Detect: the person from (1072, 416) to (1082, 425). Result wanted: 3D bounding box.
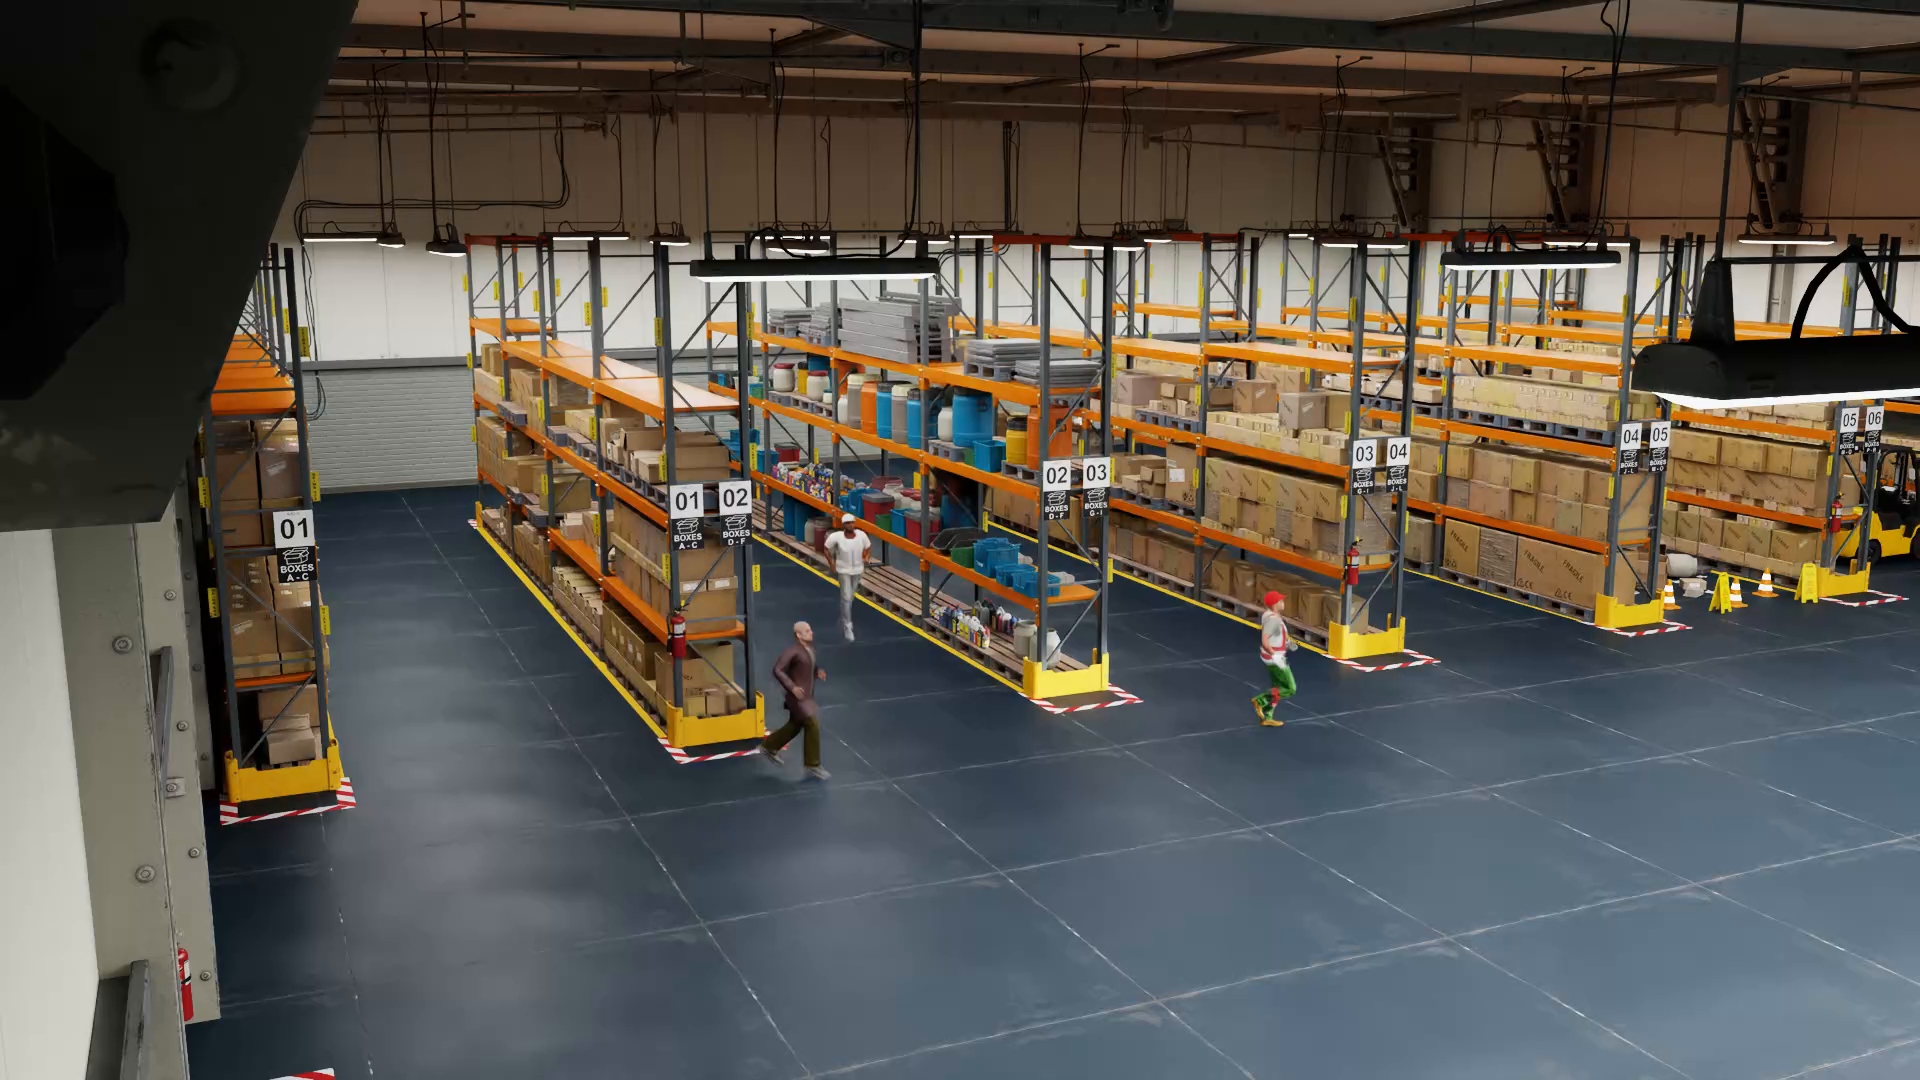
[{"bbox_3d":[2.849,-2.444,41.310,1.112,1.685,0.716,-5,12,-25],"label":"person"}]

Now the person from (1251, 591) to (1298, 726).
[{"bbox_3d":[3.956,1.493,20.868,0.594,1.741,0.664,1,11,3],"label":"person"}]

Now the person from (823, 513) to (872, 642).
[{"bbox_3d":[-1.629,0.508,24.455,0.704,1.862,0.704,-5,12,-26],"label":"person"}]

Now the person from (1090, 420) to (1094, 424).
[{"bbox_3d":[2.943,-1.987,38.794,0.722,1.739,0.855,-2,11,-12],"label":"person"}]

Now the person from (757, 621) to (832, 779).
[{"bbox_3d":[-1.898,1.815,19.111,0.922,1.828,0.716,2,11,11],"label":"person"}]
